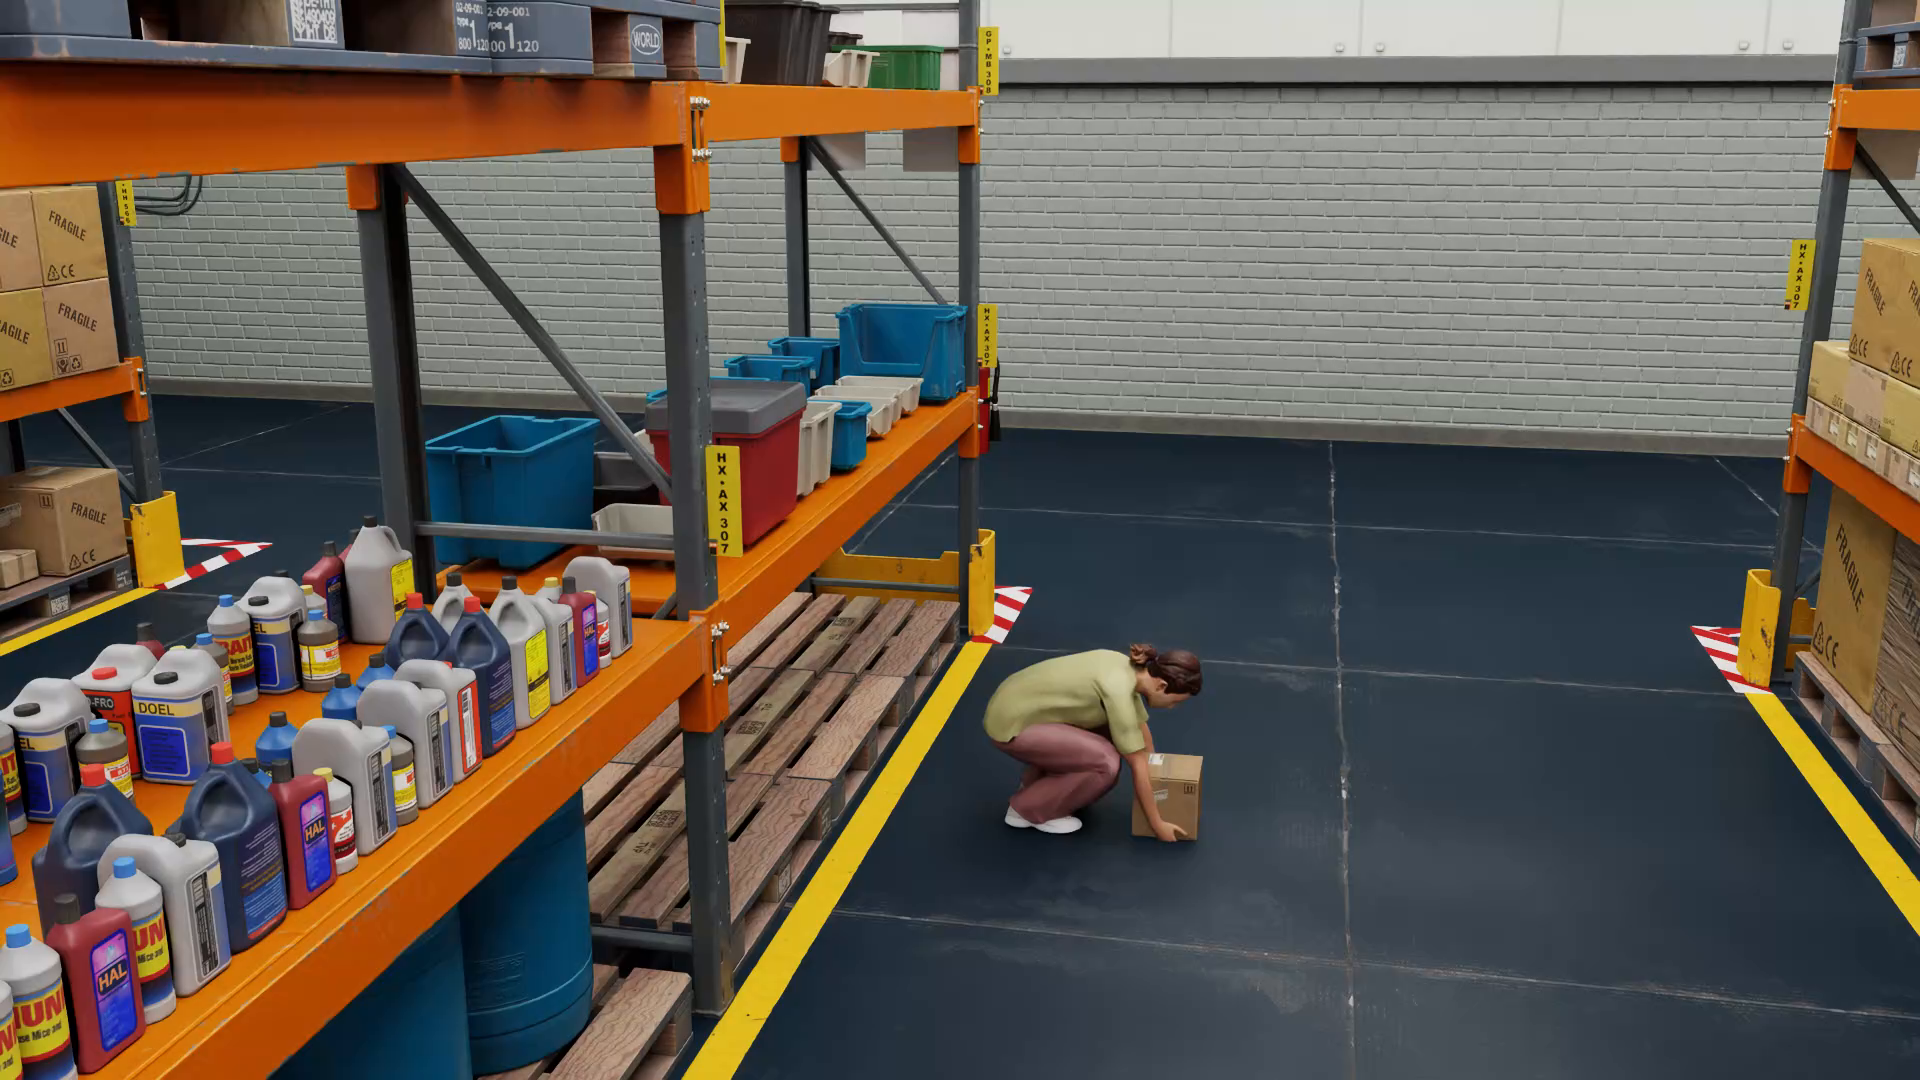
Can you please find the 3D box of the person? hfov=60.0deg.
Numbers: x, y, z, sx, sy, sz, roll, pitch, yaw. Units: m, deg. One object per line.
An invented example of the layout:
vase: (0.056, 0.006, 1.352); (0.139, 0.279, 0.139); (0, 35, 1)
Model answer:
person: (0.516, 0.785, 6.516); (0.845, 0.786, 0.468); (3, 15, 10)
